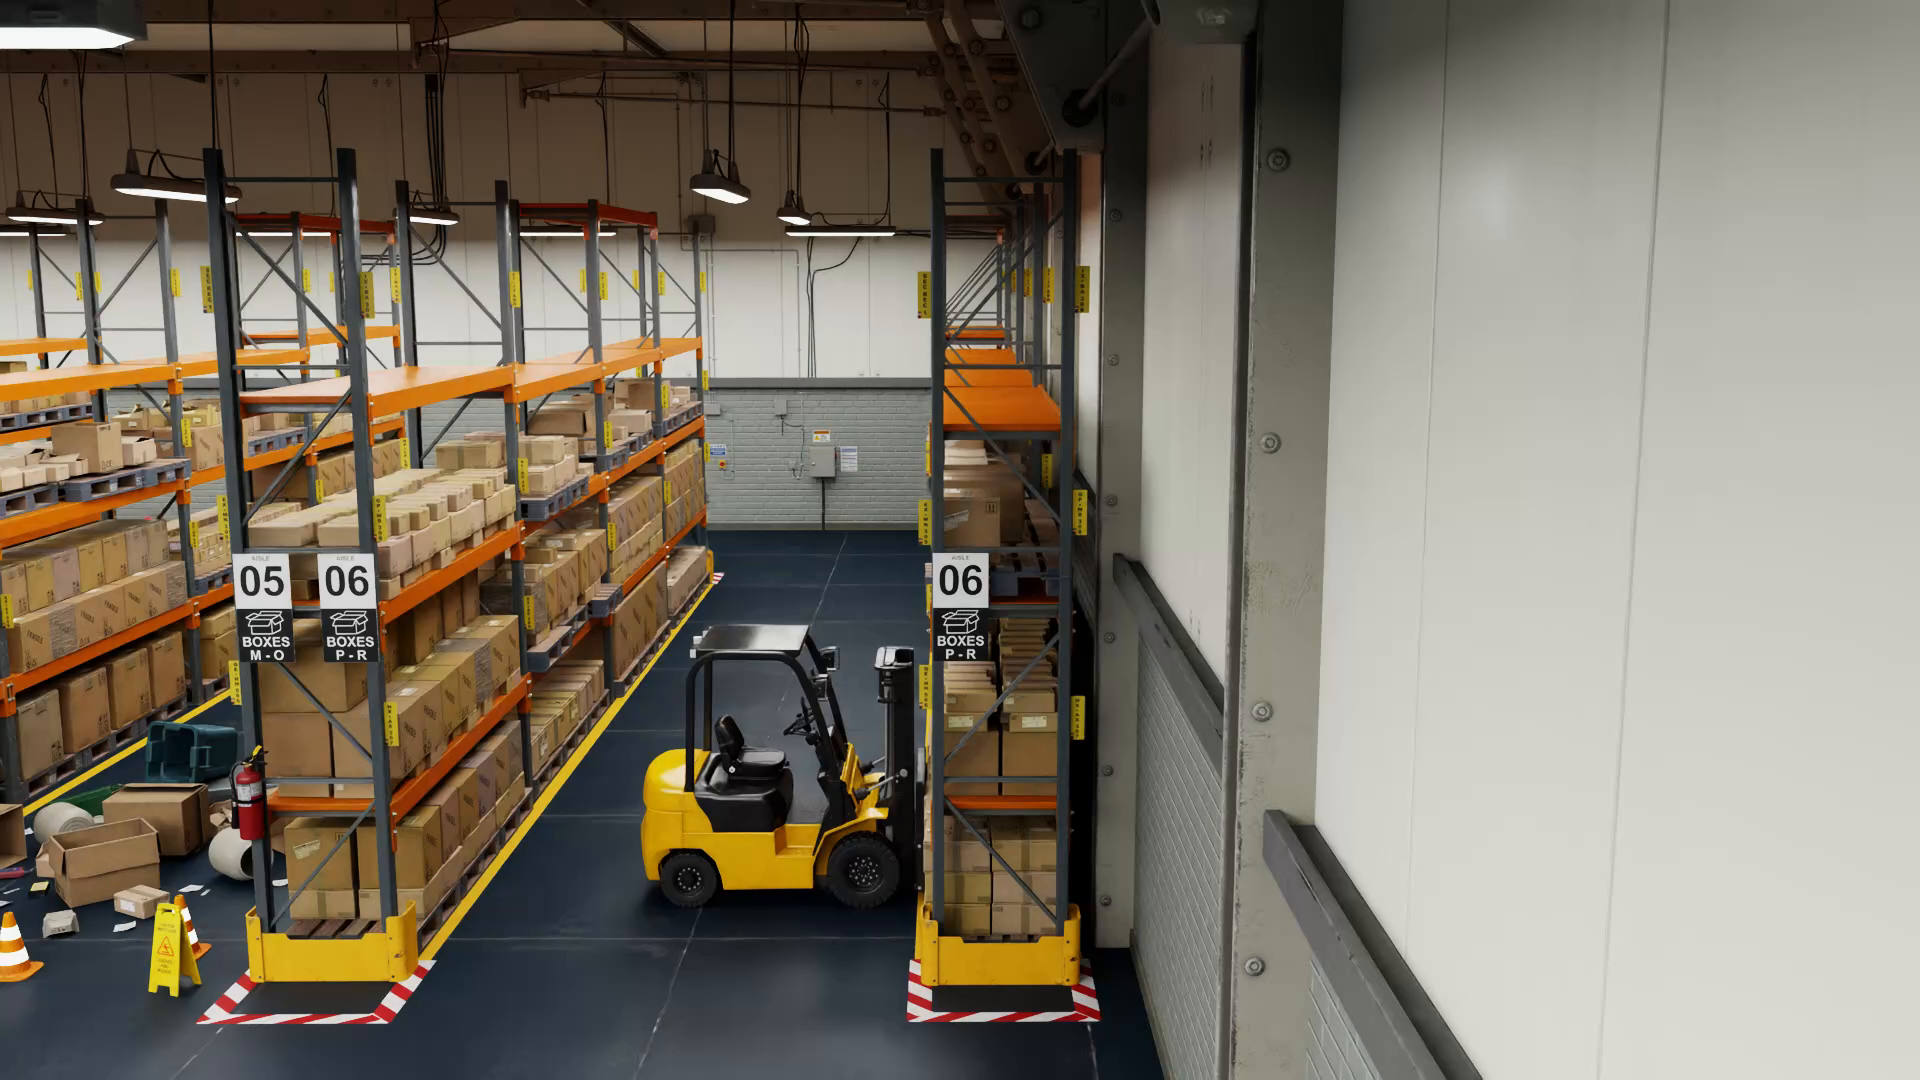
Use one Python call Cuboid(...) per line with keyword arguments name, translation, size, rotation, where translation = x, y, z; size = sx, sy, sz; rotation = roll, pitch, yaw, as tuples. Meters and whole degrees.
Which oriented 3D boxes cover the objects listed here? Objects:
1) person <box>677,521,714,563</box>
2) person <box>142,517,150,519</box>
Cuboid(name="person", translation=(-4.785, -0.359, 29.296), size=(0.671, 1.770, 0.764), rotation=(6, 11, 32))
Cuboid(name="person", translation=(-11.543, 0.540, 23.661), size=(0.664, 1.739, 0.590), rotation=(0, 9, 2))
